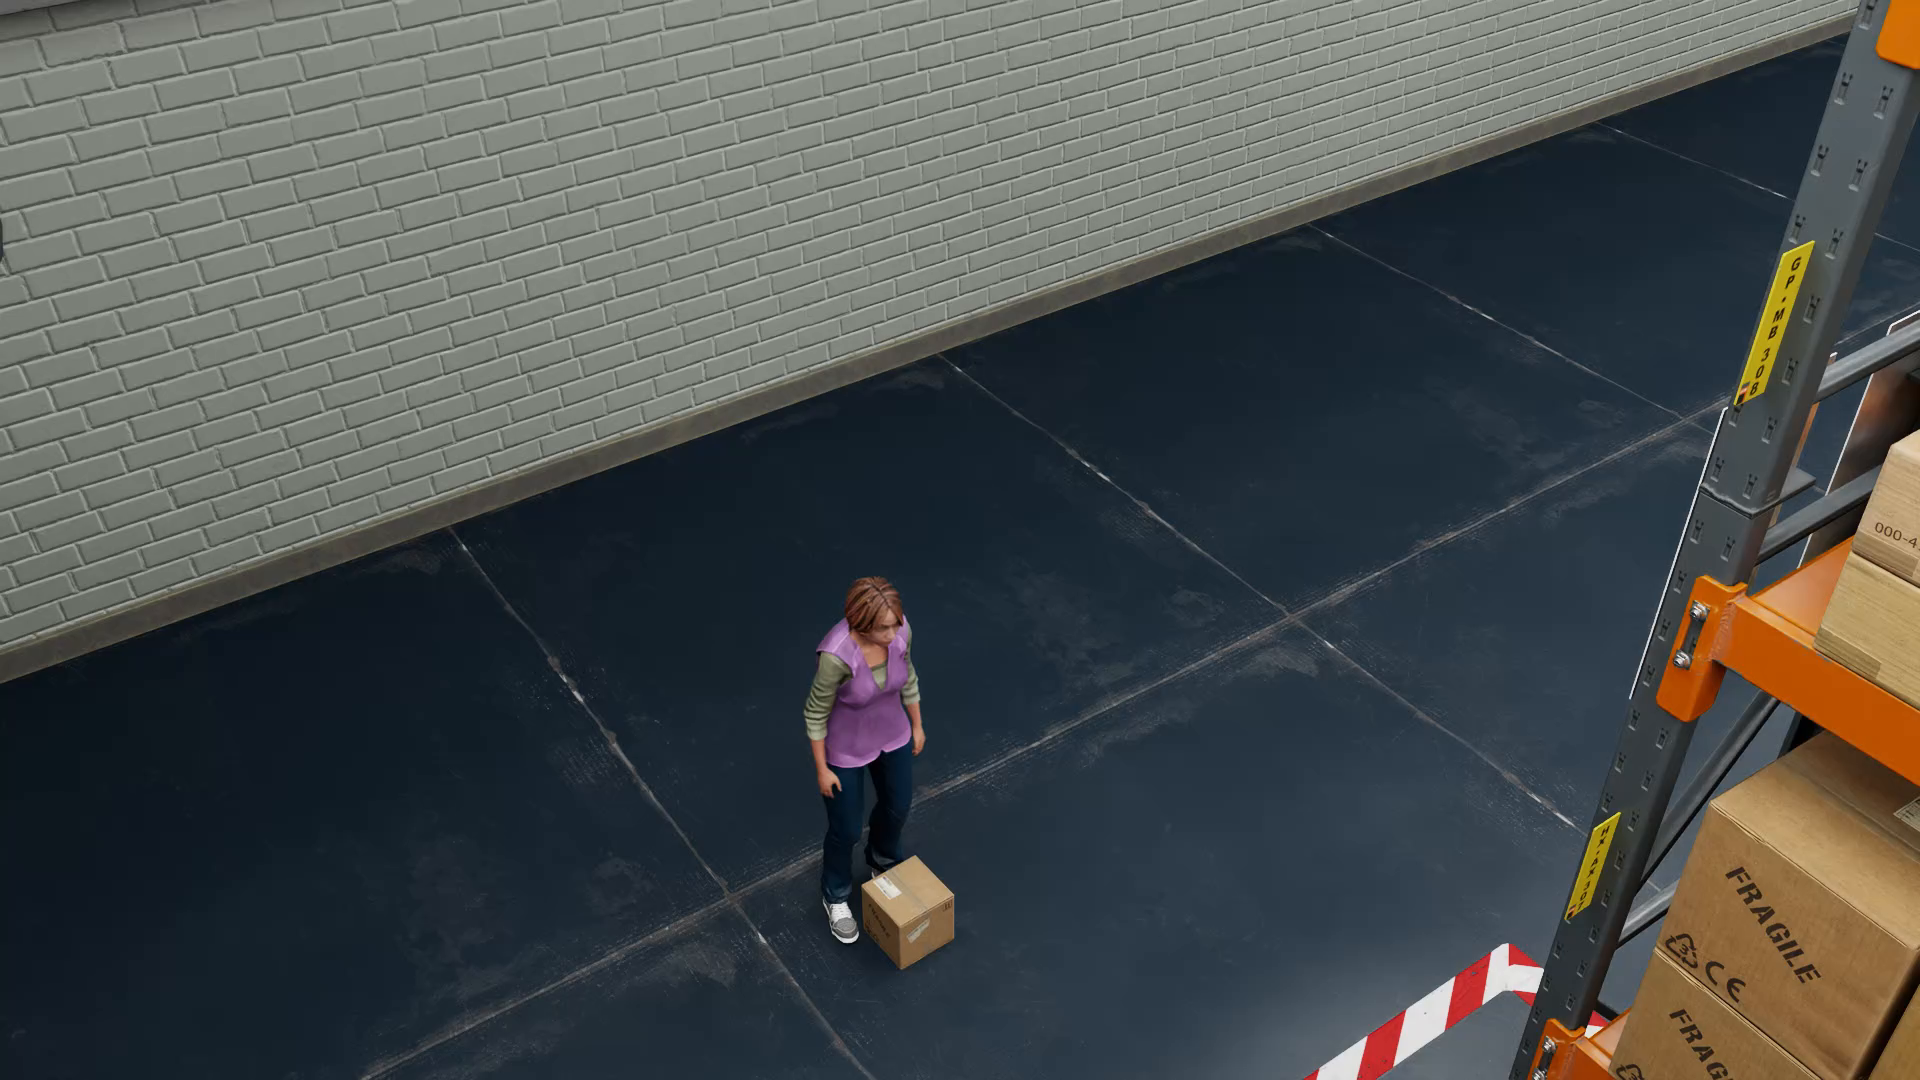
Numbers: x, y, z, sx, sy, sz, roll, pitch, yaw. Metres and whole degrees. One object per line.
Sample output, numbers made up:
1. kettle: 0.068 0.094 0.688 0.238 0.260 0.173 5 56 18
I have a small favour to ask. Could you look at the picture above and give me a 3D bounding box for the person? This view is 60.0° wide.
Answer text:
1. person: -0.334 0.753 6.005 0.472 1.592 0.350 -24 43 -28
